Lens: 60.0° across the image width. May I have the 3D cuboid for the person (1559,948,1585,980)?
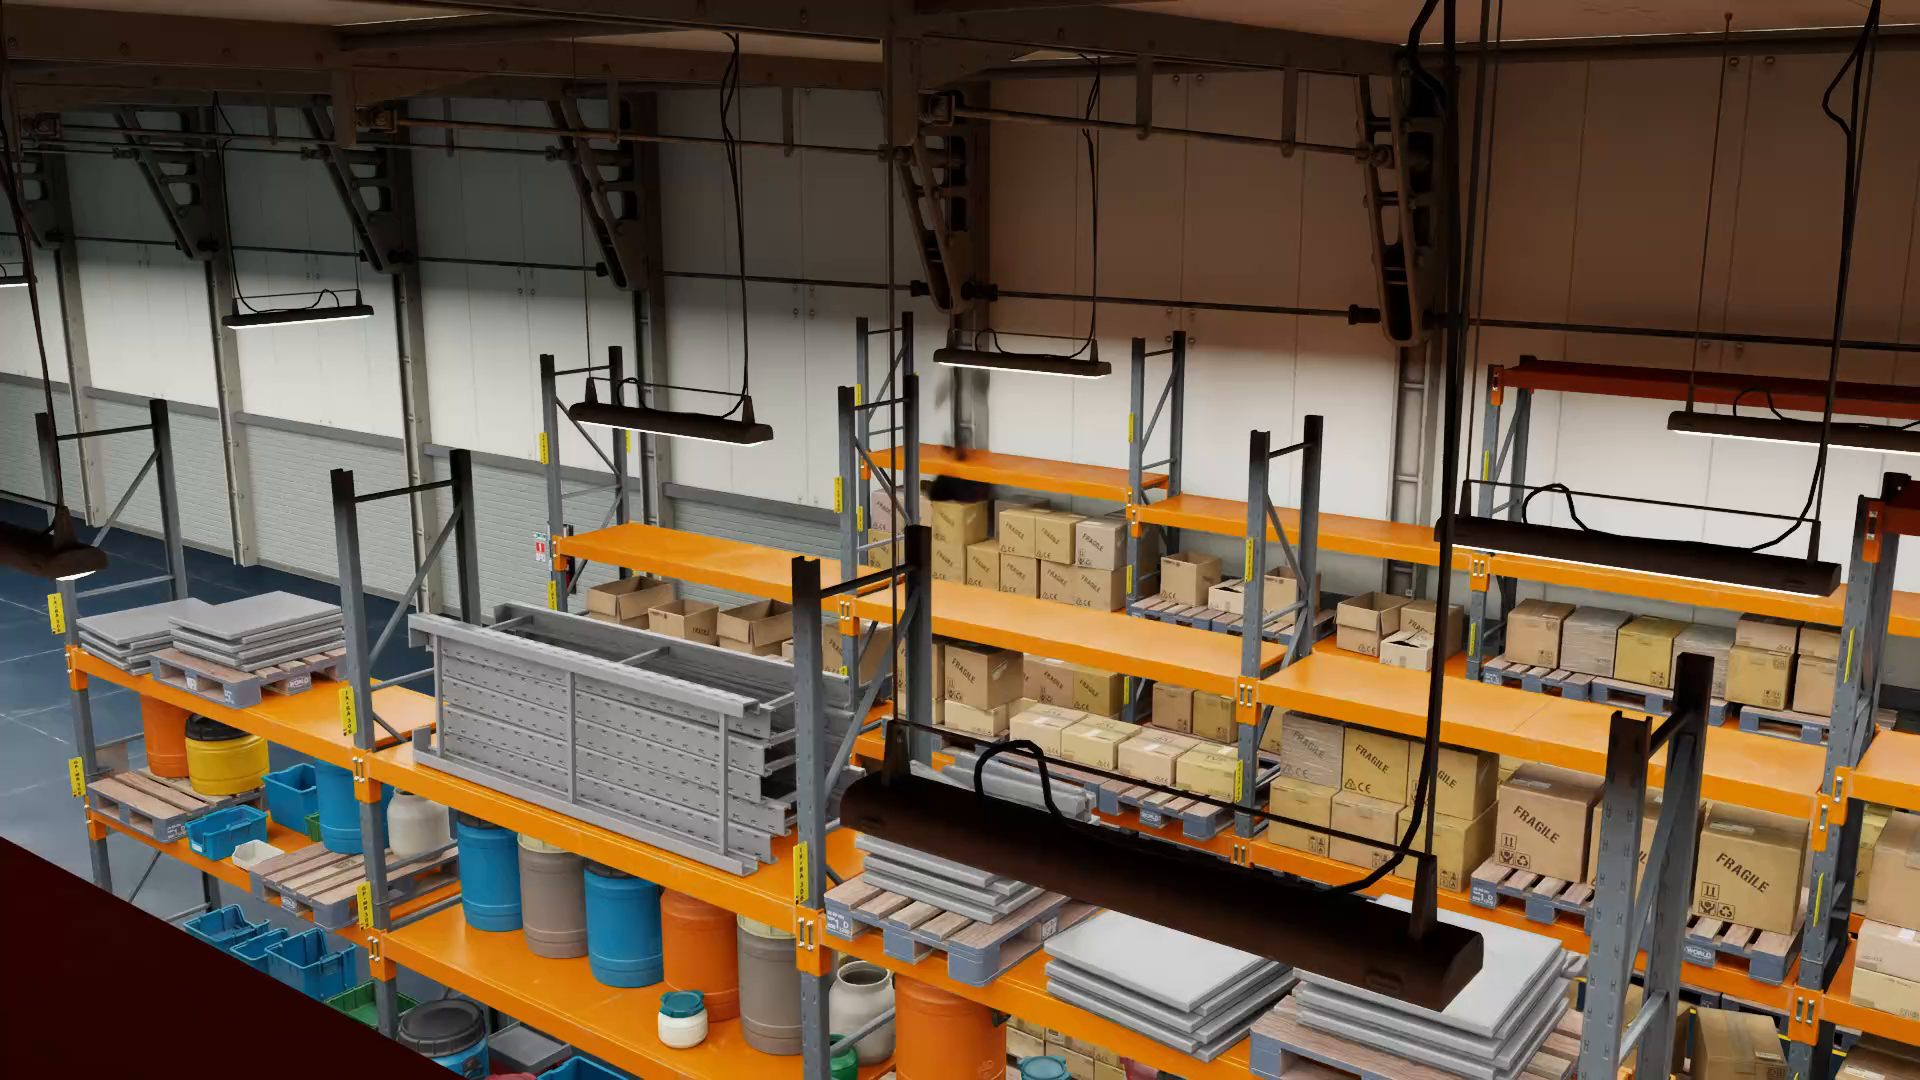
[{"bbox_3d":[5.430,3.843,15.060,0.538,1.654,0.604,9,16,35],"label":"person"}]
